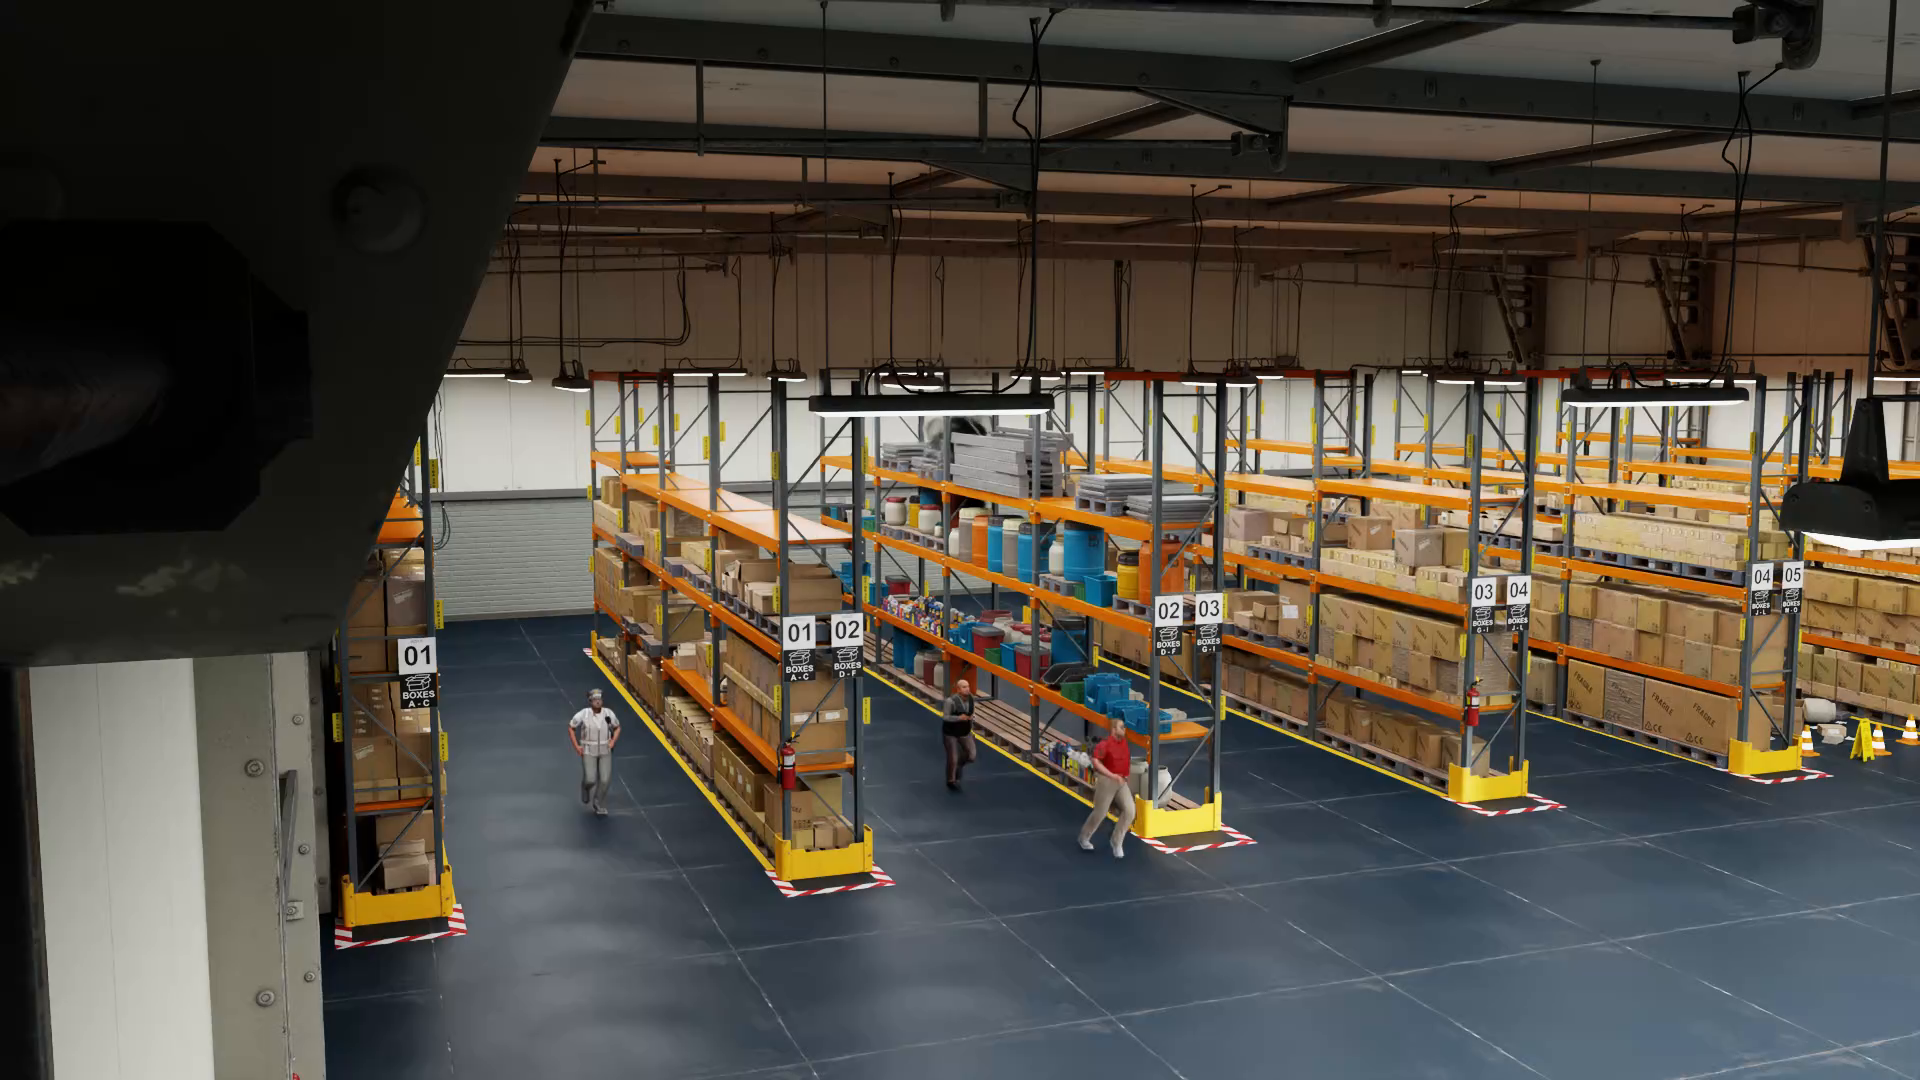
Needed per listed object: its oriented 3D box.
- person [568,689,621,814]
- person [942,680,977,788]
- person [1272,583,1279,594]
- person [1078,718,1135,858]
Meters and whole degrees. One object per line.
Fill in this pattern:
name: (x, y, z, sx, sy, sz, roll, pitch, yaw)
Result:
person: (-5.016, 2.911, 22.951, 0.715, 1.745, 0.572, -3, 7, -24)
person: (0.019, 2.818, 24.051, 0.646, 1.647, 0.774, -4, 7, -29)
person: (8.207, 0.768, 42.260, 0.870, 1.745, 0.712, -2, 7, -15)
person: (1.944, 3.147, 21.199, 0.729, 1.760, 0.694, -5, 8, -39)
